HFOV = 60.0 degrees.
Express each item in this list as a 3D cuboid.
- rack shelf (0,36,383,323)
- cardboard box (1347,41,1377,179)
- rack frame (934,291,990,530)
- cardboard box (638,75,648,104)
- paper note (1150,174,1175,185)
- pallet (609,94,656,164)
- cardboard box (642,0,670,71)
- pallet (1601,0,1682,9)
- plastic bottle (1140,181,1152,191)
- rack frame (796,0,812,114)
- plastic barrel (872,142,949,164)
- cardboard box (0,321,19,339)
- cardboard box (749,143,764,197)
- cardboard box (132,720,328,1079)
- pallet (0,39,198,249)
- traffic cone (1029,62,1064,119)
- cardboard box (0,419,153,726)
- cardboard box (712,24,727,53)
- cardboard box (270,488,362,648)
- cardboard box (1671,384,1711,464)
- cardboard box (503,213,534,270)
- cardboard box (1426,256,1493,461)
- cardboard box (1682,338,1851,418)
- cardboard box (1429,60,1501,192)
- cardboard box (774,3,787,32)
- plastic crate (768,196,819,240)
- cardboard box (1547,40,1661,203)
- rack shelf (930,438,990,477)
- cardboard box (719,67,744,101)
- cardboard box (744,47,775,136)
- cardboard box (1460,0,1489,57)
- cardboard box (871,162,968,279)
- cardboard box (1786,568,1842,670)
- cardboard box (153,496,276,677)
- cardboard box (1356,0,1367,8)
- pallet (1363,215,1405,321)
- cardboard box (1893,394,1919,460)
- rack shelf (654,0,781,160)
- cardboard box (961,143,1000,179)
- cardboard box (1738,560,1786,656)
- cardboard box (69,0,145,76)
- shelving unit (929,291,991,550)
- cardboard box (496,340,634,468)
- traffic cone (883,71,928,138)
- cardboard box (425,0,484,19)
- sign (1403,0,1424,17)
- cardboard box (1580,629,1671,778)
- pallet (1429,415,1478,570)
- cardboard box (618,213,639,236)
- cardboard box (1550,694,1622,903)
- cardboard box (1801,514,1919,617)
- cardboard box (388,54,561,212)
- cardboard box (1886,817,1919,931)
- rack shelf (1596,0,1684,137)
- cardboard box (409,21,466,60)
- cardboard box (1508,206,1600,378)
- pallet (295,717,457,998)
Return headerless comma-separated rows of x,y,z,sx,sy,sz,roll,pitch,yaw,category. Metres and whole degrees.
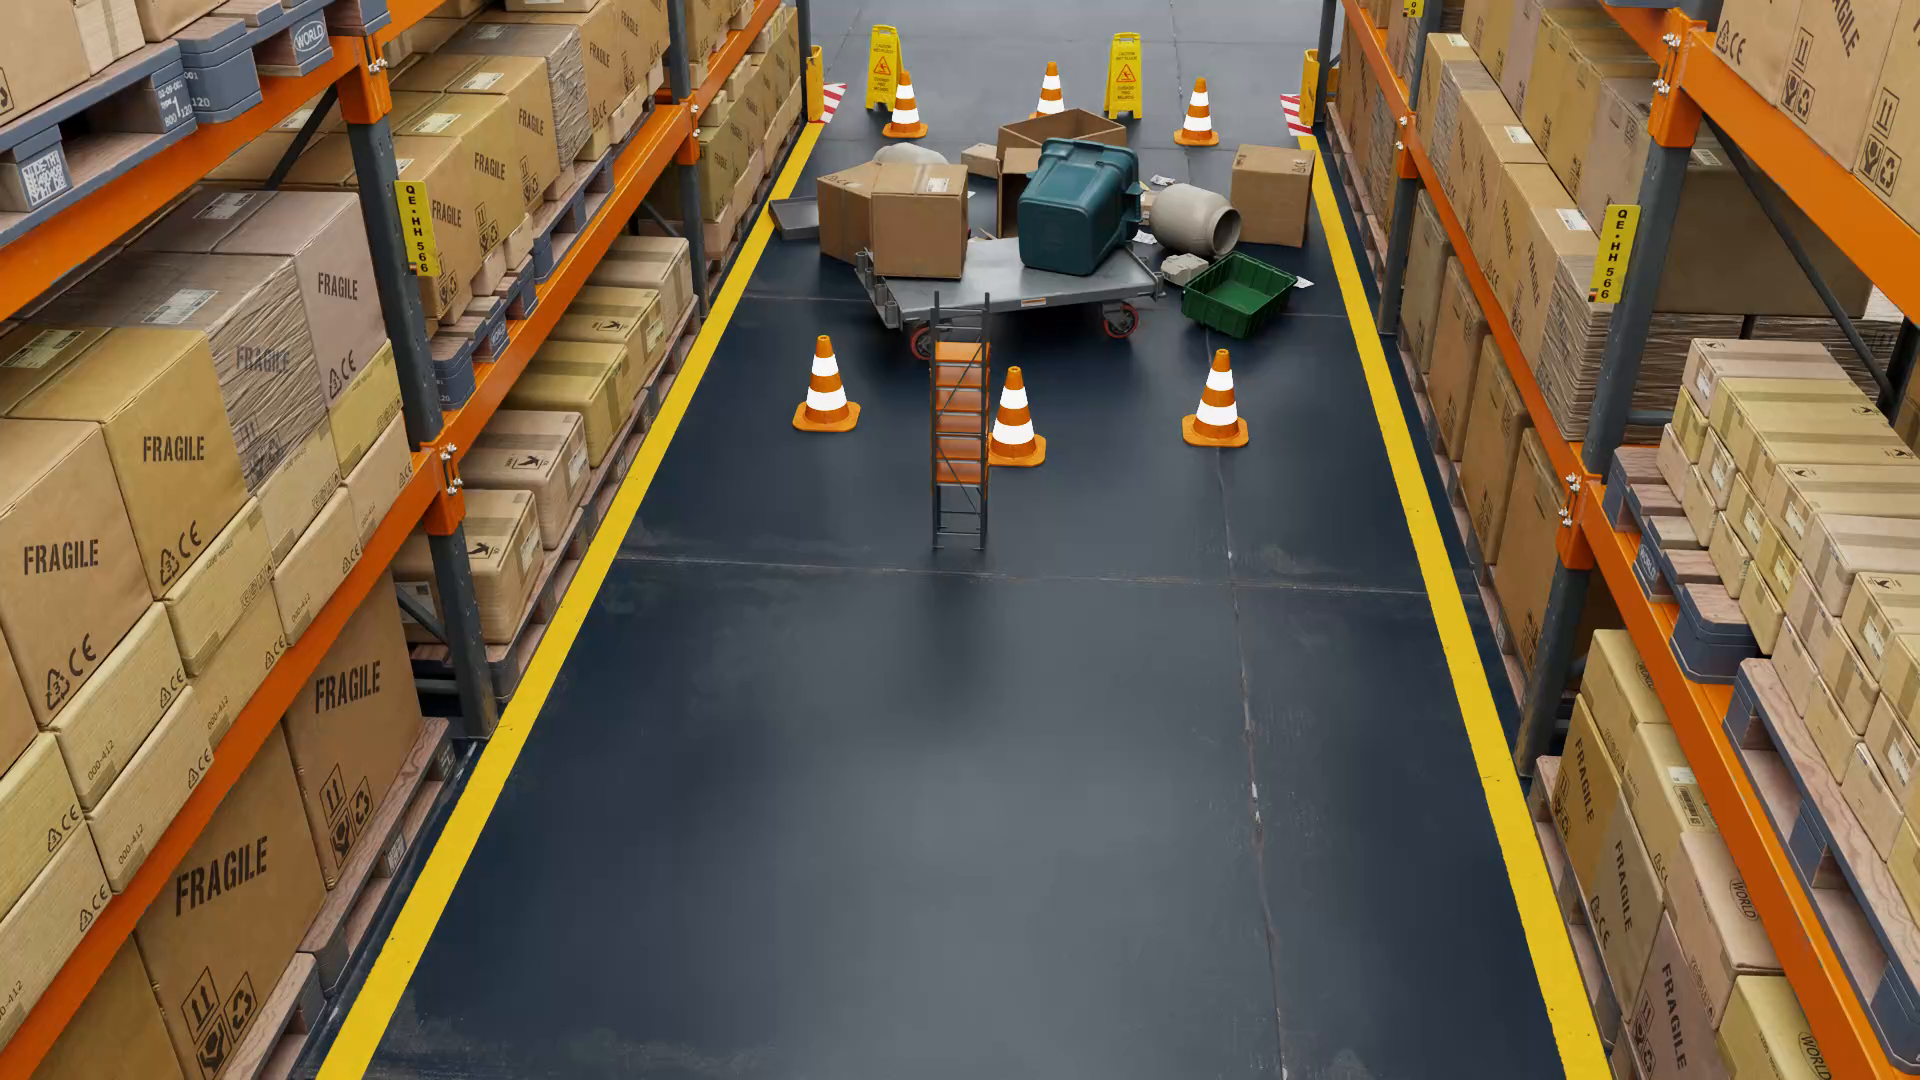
-2.488,-0.469,3.479,1.077,0.370,4.000,2,32,4,rack shelf
3.209,-3.025,11.425,0.875,0.875,0.875,2,32,3,cardboard box
0.009,-0.566,7.525,0.240,1.200,0.006,2,32,4,rack frame
-1.805,-2.290,8.445,0.380,0.149,0.250,2,32,3,cardboard box
1.452,-2.578,11.907,0.144,0.017,0.142,14,34,21,paper note
-2.207,-2.161,8.580,1.003,0.211,1.213,2,32,4,pallet
-1.808,-2.732,8.546,0.500,0.500,0.500,2,32,3,cardboard box
2.616,-1.921,5.329,1.213,0.211,1.003,4,32,6,pallet
1.263,-2.438,11.648,0.133,0.061,0.283,-8,33,-13,plastic bottle
-1.674,-4.727,12.562,1.000,3.000,0.127,2,32,4,rack frame
-0.333,-2.486,11.380,0.512,0.421,0.421,27,41,37,plastic barrel
-2.697,-0.235,4.224,0.500,0.500,0.500,3,32,5,cardboard box
-1.610,-2.498,11.165,0.500,0.250,0.500,2,32,3,cardboard box
-2.541,1.005,4.884,0.875,0.875,0.875,3,32,5,cardboard box
-2.413,-0.817,3.537,1.003,0.211,1.213,4,32,6,pallet
0.711,-3.498,12.985,0.336,0.463,0.334,2,32,4,traffic cone
-2.236,0.061,3.743,0.500,0.500,0.500,2,32,3,cardboard box
-1.639,-3.082,10.132,0.380,0.149,0.250,3,32,5,cardboard box
-2.133,0.063,4.932,0.500,0.250,0.500,3,32,5,cardboard box
2.377,-0.340,4.998,0.380,0.149,0.250,4,32,6,cardboard box
-1.946,-1.209,6.691,0.380,0.149,0.250,3,32,4,cardboard box
2.899,-0.866,8.039,1.050,0.750,0.750,2,32,4,cardboard box
2.386,-0.475,4.934,0.380,0.149,0.250,3,32,4,cardboard box
2.591,-1.992,8.028,0.500,0.500,0.500,3,32,4,cardboard box
-1.442,-3.706,11.792,0.380,0.149,0.250,3,32,5,cardboard box
-1.054,-2.179,11.209,0.402,0.080,0.583,-8,33,-13,plastic crate
2.743,-1.621,6.473,0.700,0.500,0.500,2,32,3,cardboard box
0.001,-0.378,7.534,0.258,0.103,0.180,2,32,4,rack shelf
-1.572,-2.868,10.432,0.380,0.149,0.250,4,32,6,cardboard box
-1.566,-3.088,11.408,0.500,0.500,0.500,2,32,3,cardboard box
2.908,-2.686,8.200,0.700,0.500,0.500,2,32,3,cardboard box
-0.223,-1.834,9.527,0.500,0.500,0.500,2,32,4,cardboard box
2.297,0.204,4.116,0.380,0.149,0.250,3,32,4,cardboard box
-2.171,0.108,4.382,0.500,0.250,0.500,2,32,3,cardboard box
3.089,-3.861,11.013,0.875,0.550,0.550,2,32,4,cardboard box
3.082,-1.684,10.282,1.003,0.211,1.213,2,32,4,pallet
3.030,-0.306,4.944,0.380,0.149,0.250,3,32,5,cardboard box
-1.837,-3.375,11.054,1.077,0.370,4.000,2,32,4,rack shelf
0.233,-2.742,12.058,0.380,0.149,0.250,20,37,29,cardboard box
2.315,0.190,4.421,0.380,0.149,0.250,4,32,6,cardboard box
-2.089,-1.208,3.719,0.396,0.266,0.258,2,32,3,cardboard box
0.001,-0.518,7.447,0.258,1.200,0.189,2,32,4,shelving unit
-2.150,-0.682,8.102,0.950,0.372,0.625,3,32,6,cardboard box
-0.423,-3.367,12.773,0.336,0.463,0.334,2,32,4,traffic cone
-2.376,-2.457,7.480,0.380,0.149,0.250,4,32,7,cardboard box
2.389,-2.902,8.700,0.100,0.325,0.005,2,32,4,sign
2.319,0.531,5.297,0.500,0.250,0.500,1,32,2,cardboard box
2.858,-0.244,7.944,1.003,0.211,1.213,2,32,4,pallet
-2.219,-1.965,10.299,0.500,0.250,0.500,4,32,6,cardboard box
2.305,0.859,5.480,0.500,0.500,0.500,1,32,2,cardboard box
2.300,0.071,4.047,0.380,0.149,0.250,4,32,6,cardboard box
-1.986,-1.668,6.819,0.500,0.500,0.500,3,32,5,cardboard box
2.229,0.737,3.535,0.380,0.149,0.250,4,32,6,cardboard box
2.779,-2.402,6.615,1.077,0.370,4.000,2,32,4,rack shelf
-2.449,-1.962,7.295,0.500,0.500,0.500,1,32,2,cardboard box
2.428,-0.936,6.314,0.500,0.500,0.500,2,32,4,cardboard box
-2.464,1.052,5.842,1.003,0.211,1.213,2,32,4,pallet
